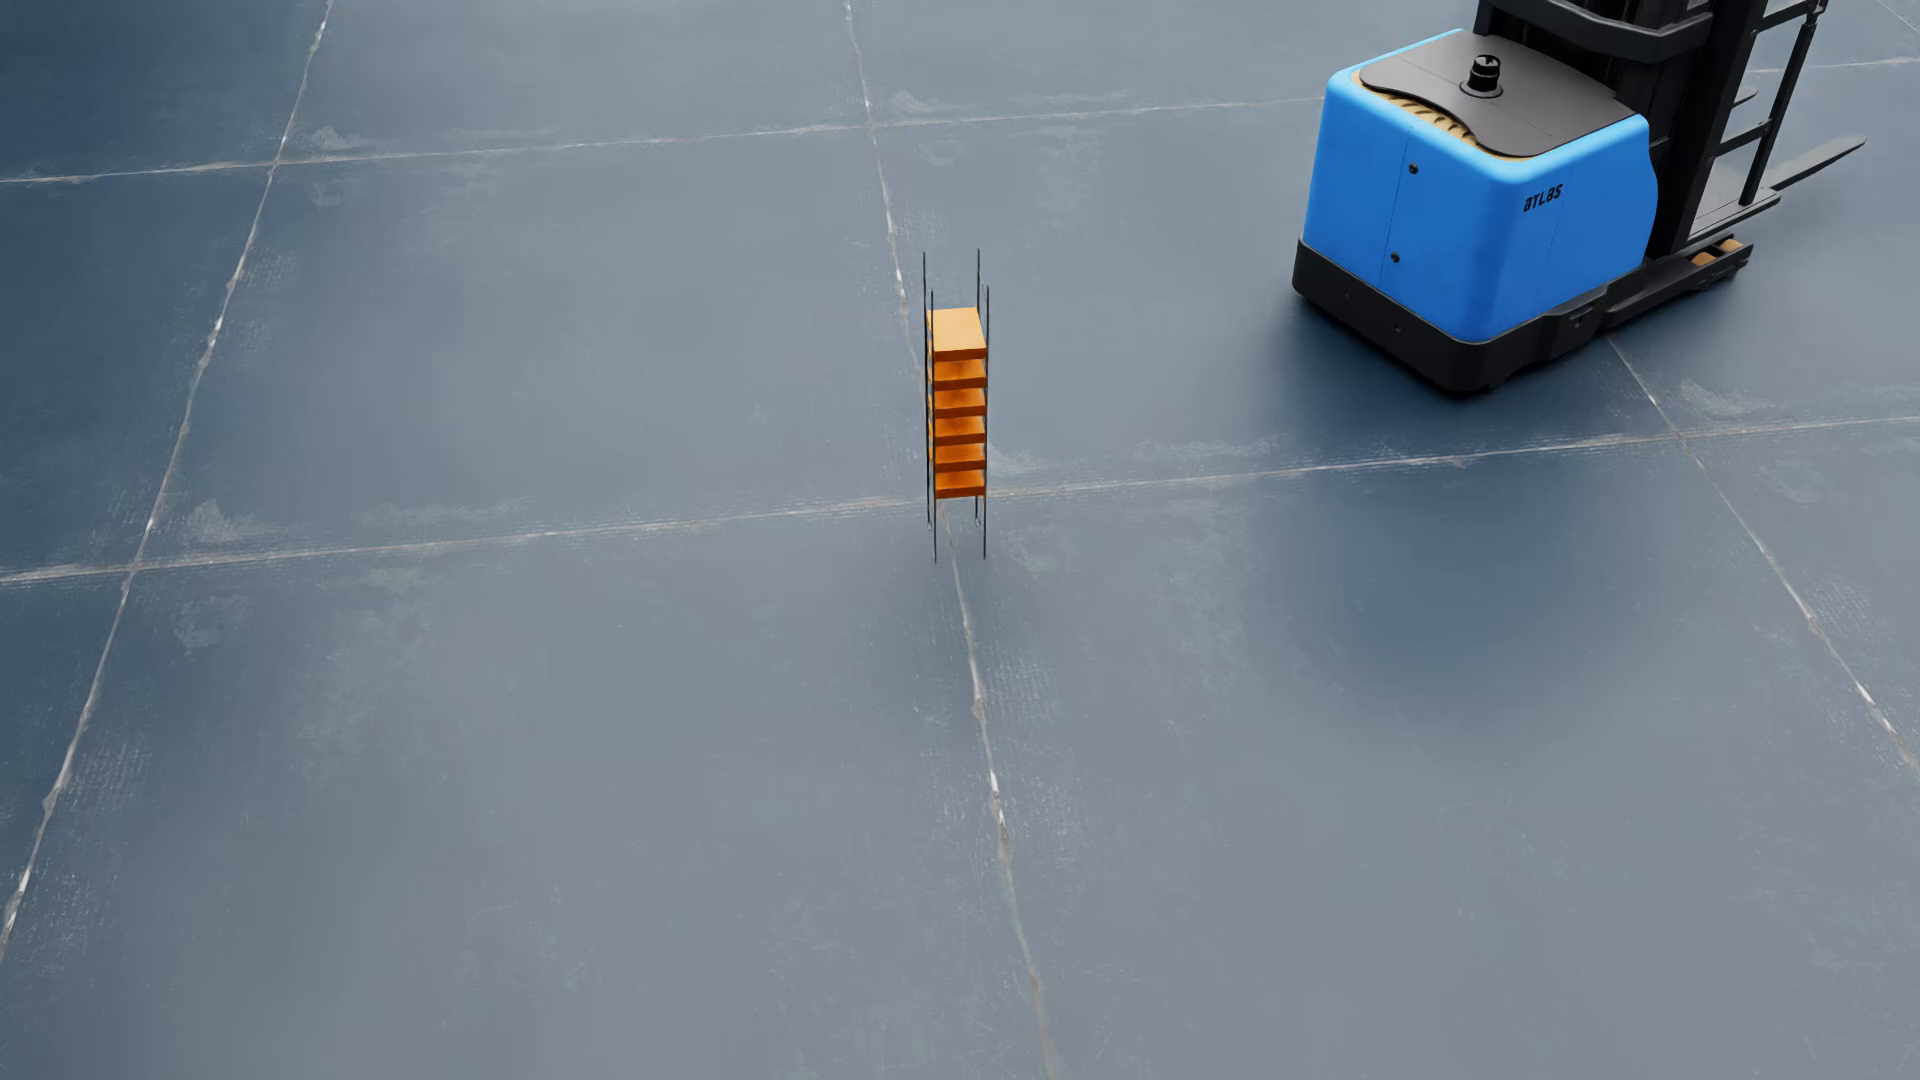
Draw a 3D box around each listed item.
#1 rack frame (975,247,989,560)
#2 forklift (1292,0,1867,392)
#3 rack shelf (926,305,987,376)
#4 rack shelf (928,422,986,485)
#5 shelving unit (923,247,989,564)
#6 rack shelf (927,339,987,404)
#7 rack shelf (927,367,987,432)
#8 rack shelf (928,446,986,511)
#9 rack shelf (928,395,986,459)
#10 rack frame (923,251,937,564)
[{"bbox_3d":[0.076,-0.452,5.856,0.006,1.200,0.240,-5,42,-6],"label":"rack frame"},{"bbox_3d":[2.978,-2.480,6.811,3.031,2.935,1.130,-25,48,-25],"label":"forklift"},{"bbox_3d":[-0.014,-0.679,5.635,0.180,0.103,0.258,-5,42,-6],"label":"rack shelf"},{"bbox_3d":[-0.014,-0.322,5.957,0.180,0.103,0.258,-5,42,-6],"label":"rack shelf"},{"bbox_3d":[-0.014,-0.444,5.847,0.189,1.200,0.258,-5,42,-6],"label":"shelving unit"},{"bbox_3d":[-0.014,-0.589,5.716,0.180,0.103,0.258,-5,42,-6],"label":"rack shelf"},{"bbox_3d":[-0.014,-0.500,5.796,0.180,0.103,0.258,-5,42,-6],"label":"rack shelf"},{"bbox_3d":[-0.014,-0.233,6.037,0.180,0.103,0.258,-5,42,-6],"label":"rack shelf"},{"bbox_3d":[-0.014,-0.411,5.876,0.180,0.103,0.258,-5,42,-6],"label":"rack shelf"},{"bbox_3d":[-0.105,-0.436,5.838,0.006,1.200,0.240,-5,42,-6],"label":"rack frame"}]
